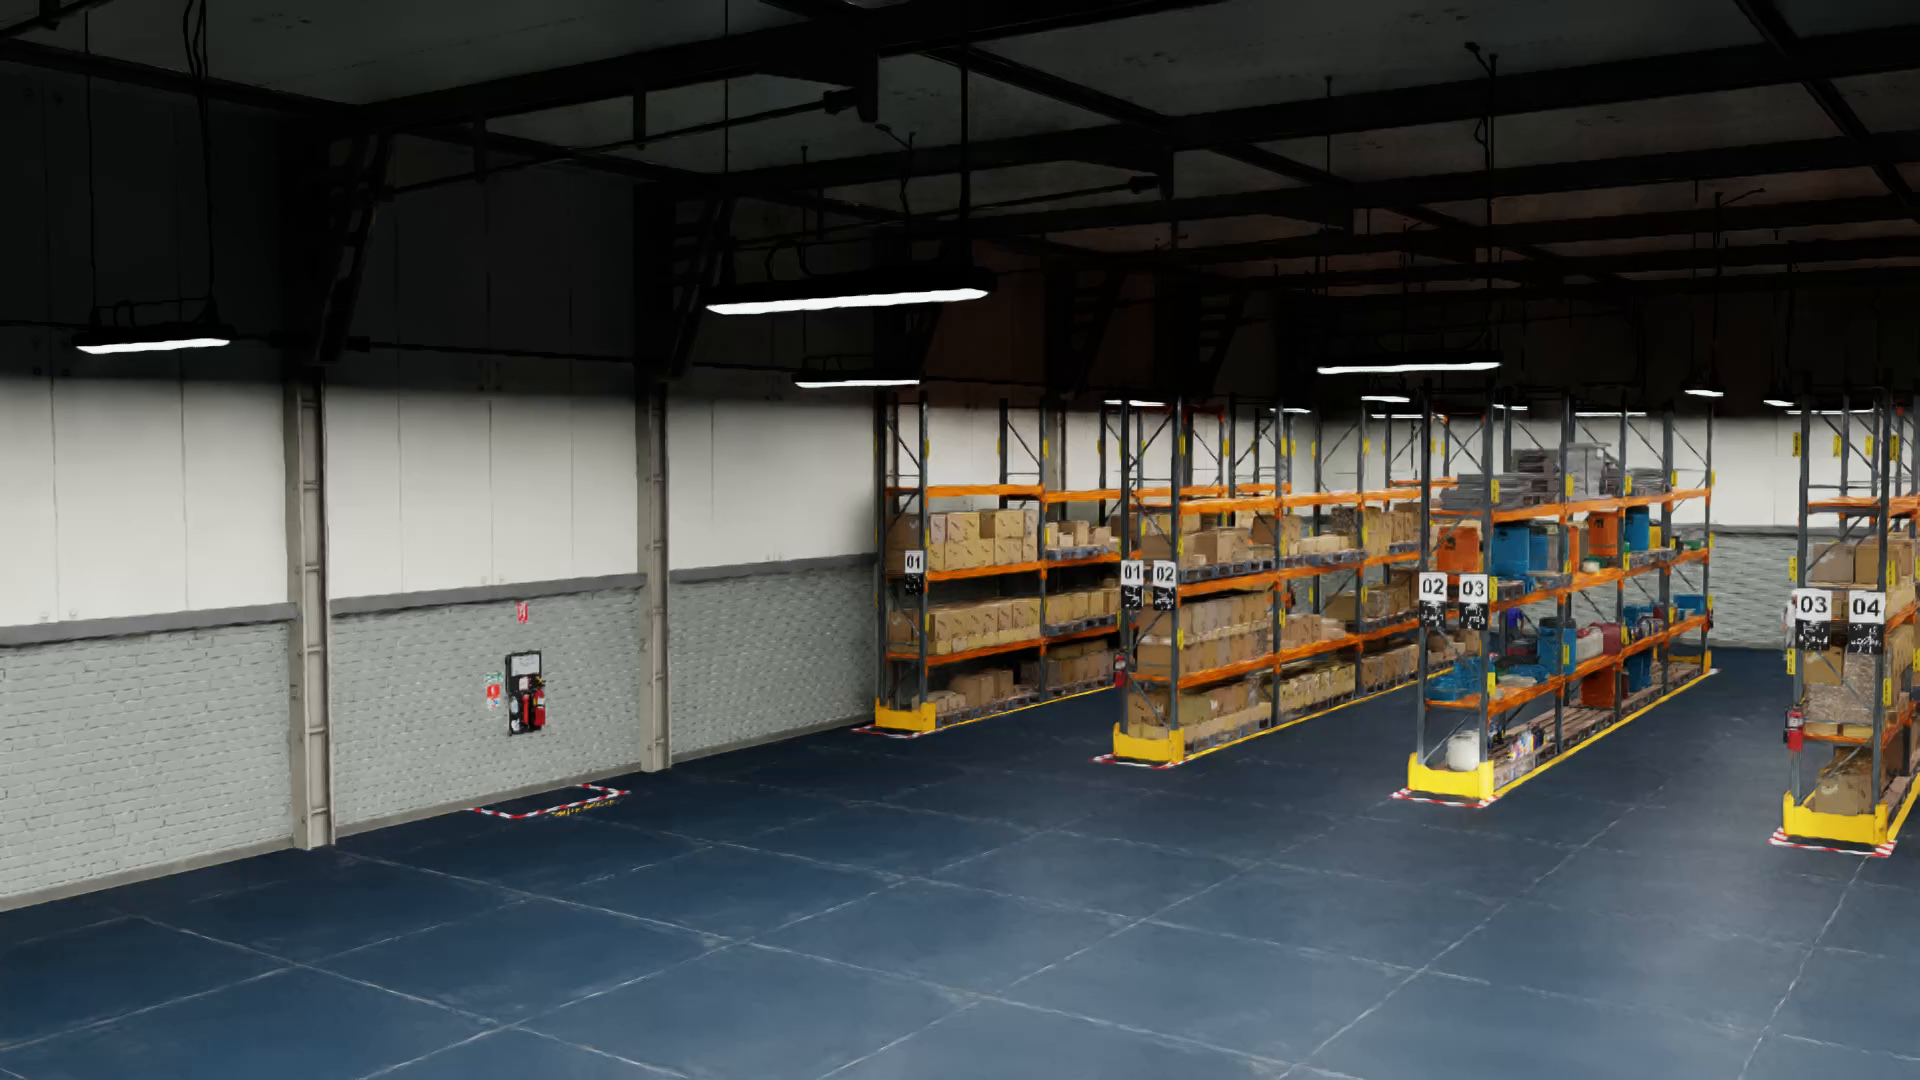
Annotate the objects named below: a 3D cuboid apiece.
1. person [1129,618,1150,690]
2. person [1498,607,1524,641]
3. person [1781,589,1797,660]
[{"bbox_3d":[3.623,2.335,33.041,0.537,1.652,1.028,2,4,26],"label":"person"},{"bbox_3d":[12.650,2.090,38.193,0.592,1.604,0.513,2,4,32],"label":"person"},{"bbox_3d":[19.527,1.993,38.833,0.677,1.726,0.572,2,4,32],"label":"person"}]
